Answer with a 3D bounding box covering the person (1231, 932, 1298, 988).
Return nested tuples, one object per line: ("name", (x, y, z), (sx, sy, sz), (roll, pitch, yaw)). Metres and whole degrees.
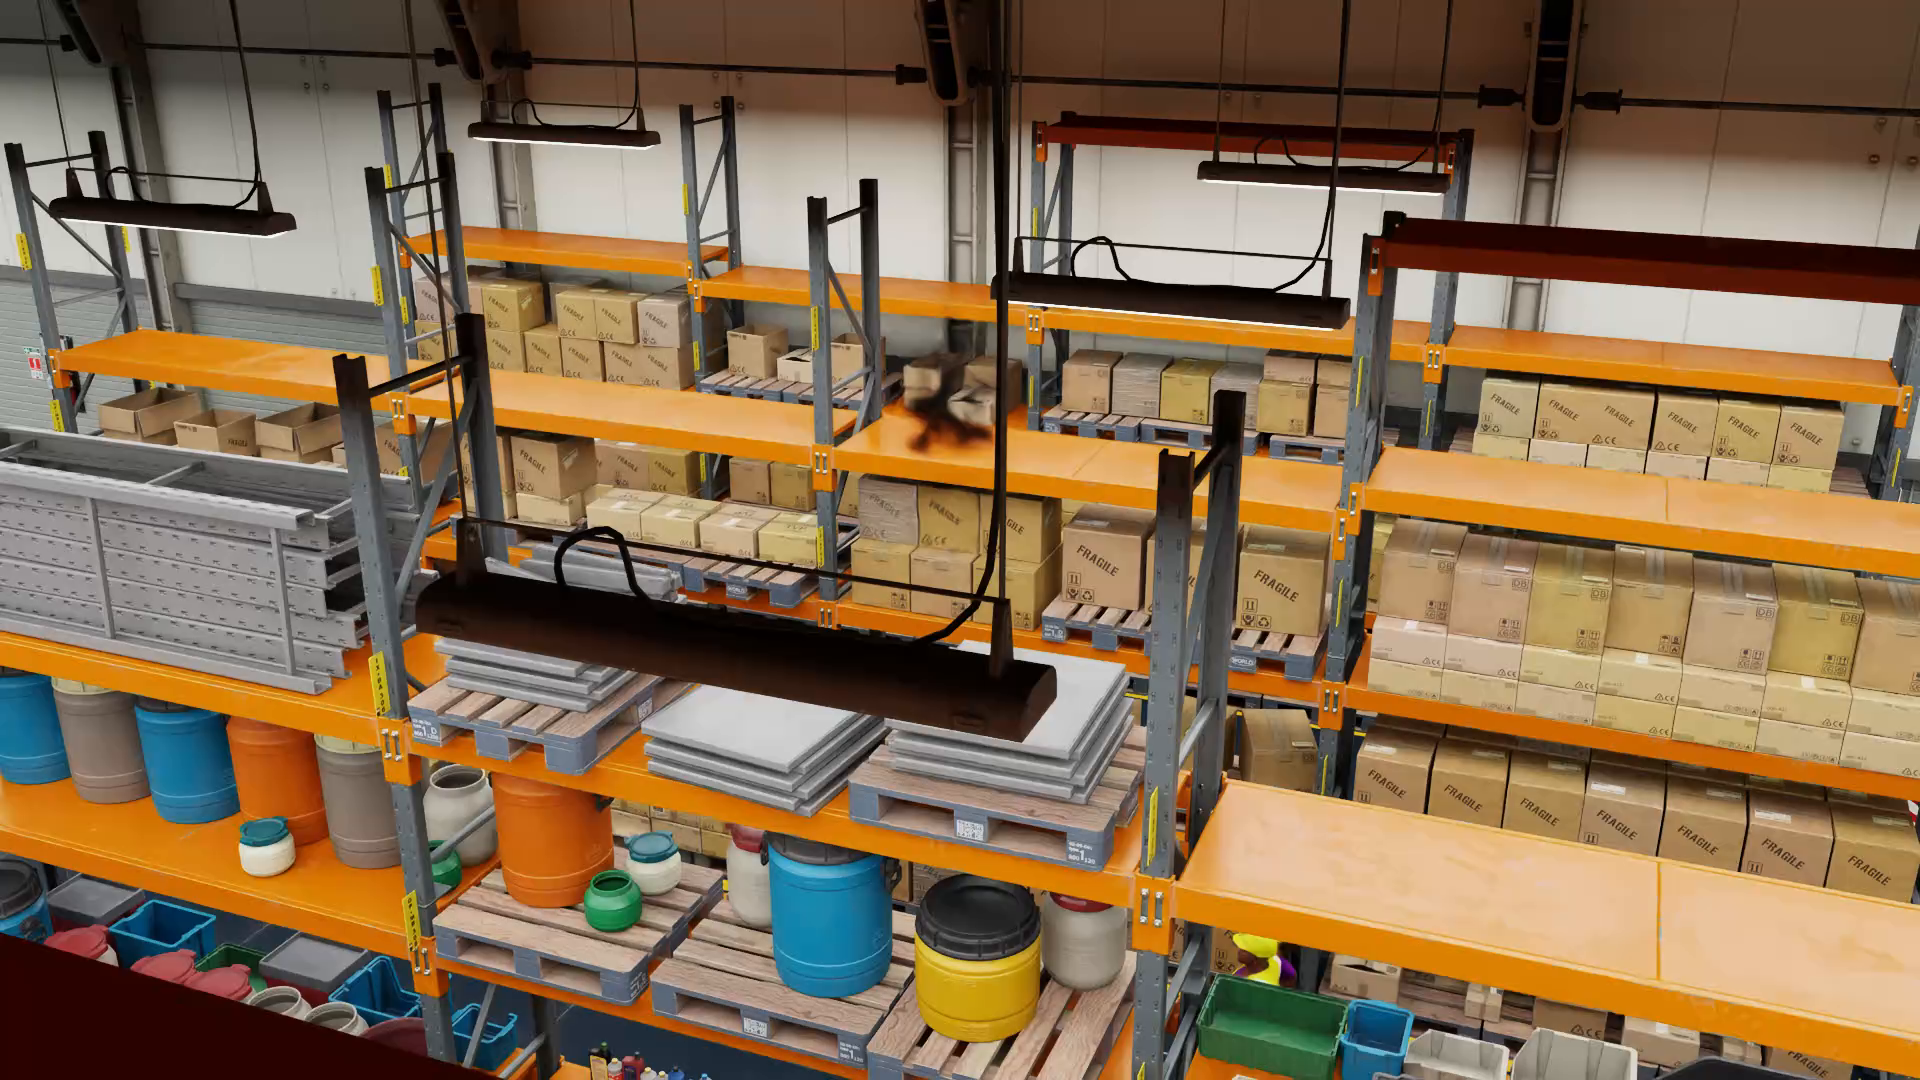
("person", (1.918, 3.346, 11.063), (0.918, 1.791, 0.687), (4, 21, 10))
